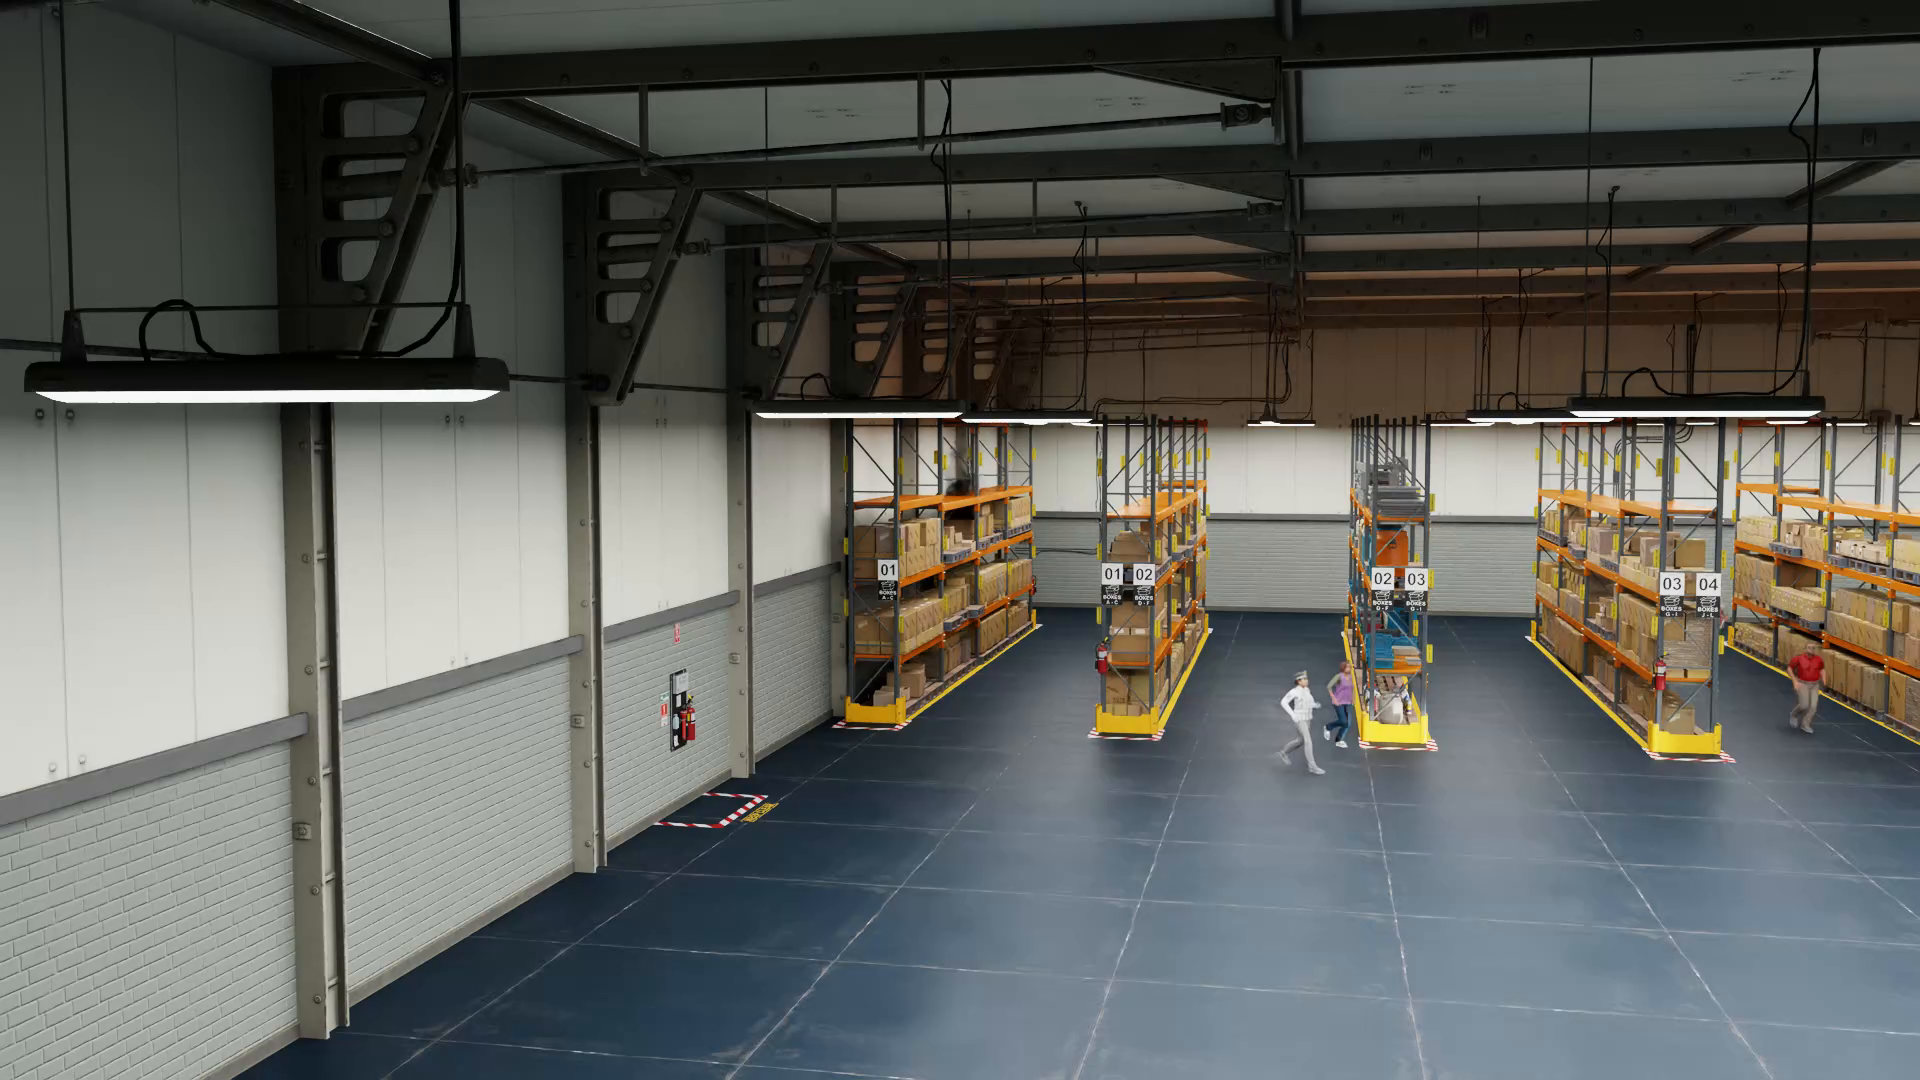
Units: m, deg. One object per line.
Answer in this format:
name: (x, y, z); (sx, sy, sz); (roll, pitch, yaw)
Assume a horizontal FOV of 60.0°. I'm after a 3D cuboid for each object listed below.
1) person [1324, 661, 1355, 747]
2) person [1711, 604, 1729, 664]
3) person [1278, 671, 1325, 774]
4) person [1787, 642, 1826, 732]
person: (6.874, 2.947, 30.074); (0.594, 1.544, 0.511); (-2, 4, -32)
person: (18.381, 2.157, 40.512); (0.666, 1.737, 0.580); (1, 4, 14)
person: (5.695, 3.008, 27.731); (0.941, 1.678, 0.613); (3, 5, 42)
person: (16.087, 2.784, 31.529); (0.678, 1.695, 0.576); (0, 4, -1)
